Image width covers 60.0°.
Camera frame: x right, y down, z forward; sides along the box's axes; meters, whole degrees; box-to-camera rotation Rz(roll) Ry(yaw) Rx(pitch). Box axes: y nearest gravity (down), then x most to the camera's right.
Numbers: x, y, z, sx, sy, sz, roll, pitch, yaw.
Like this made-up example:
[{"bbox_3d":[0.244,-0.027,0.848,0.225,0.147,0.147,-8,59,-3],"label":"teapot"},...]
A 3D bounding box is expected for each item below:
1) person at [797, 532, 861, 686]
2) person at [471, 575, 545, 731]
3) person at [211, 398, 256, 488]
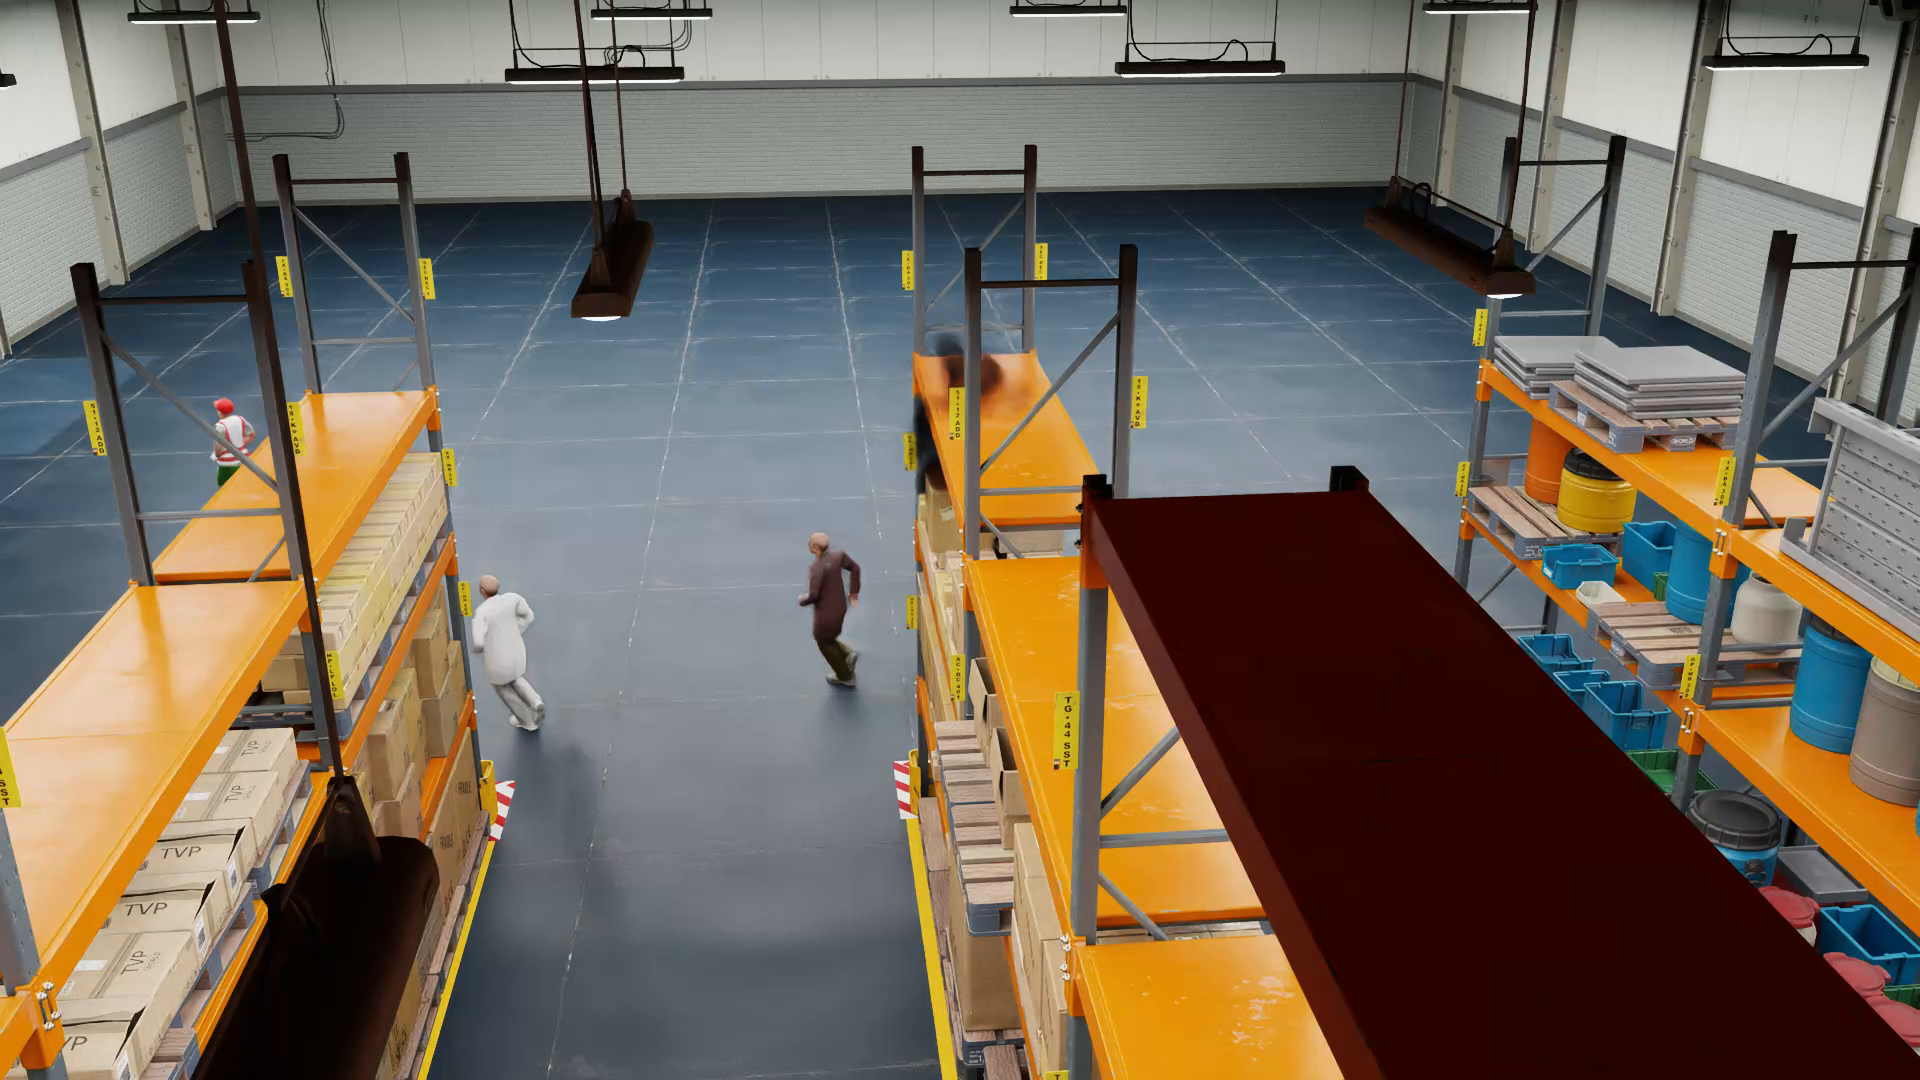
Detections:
[{"bbox_3d":[-1.390,0.721,17.477,0.625,1.720,0.724,9,23,22],"label":"person"},{"bbox_3d":[-4.500,1.148,16.452,0.653,1.708,0.697,19,28,39],"label":"person"},{"bbox_3d":[-9.528,-1.022,21.830,0.806,1.757,0.674,10,24,25],"label":"person"}]
